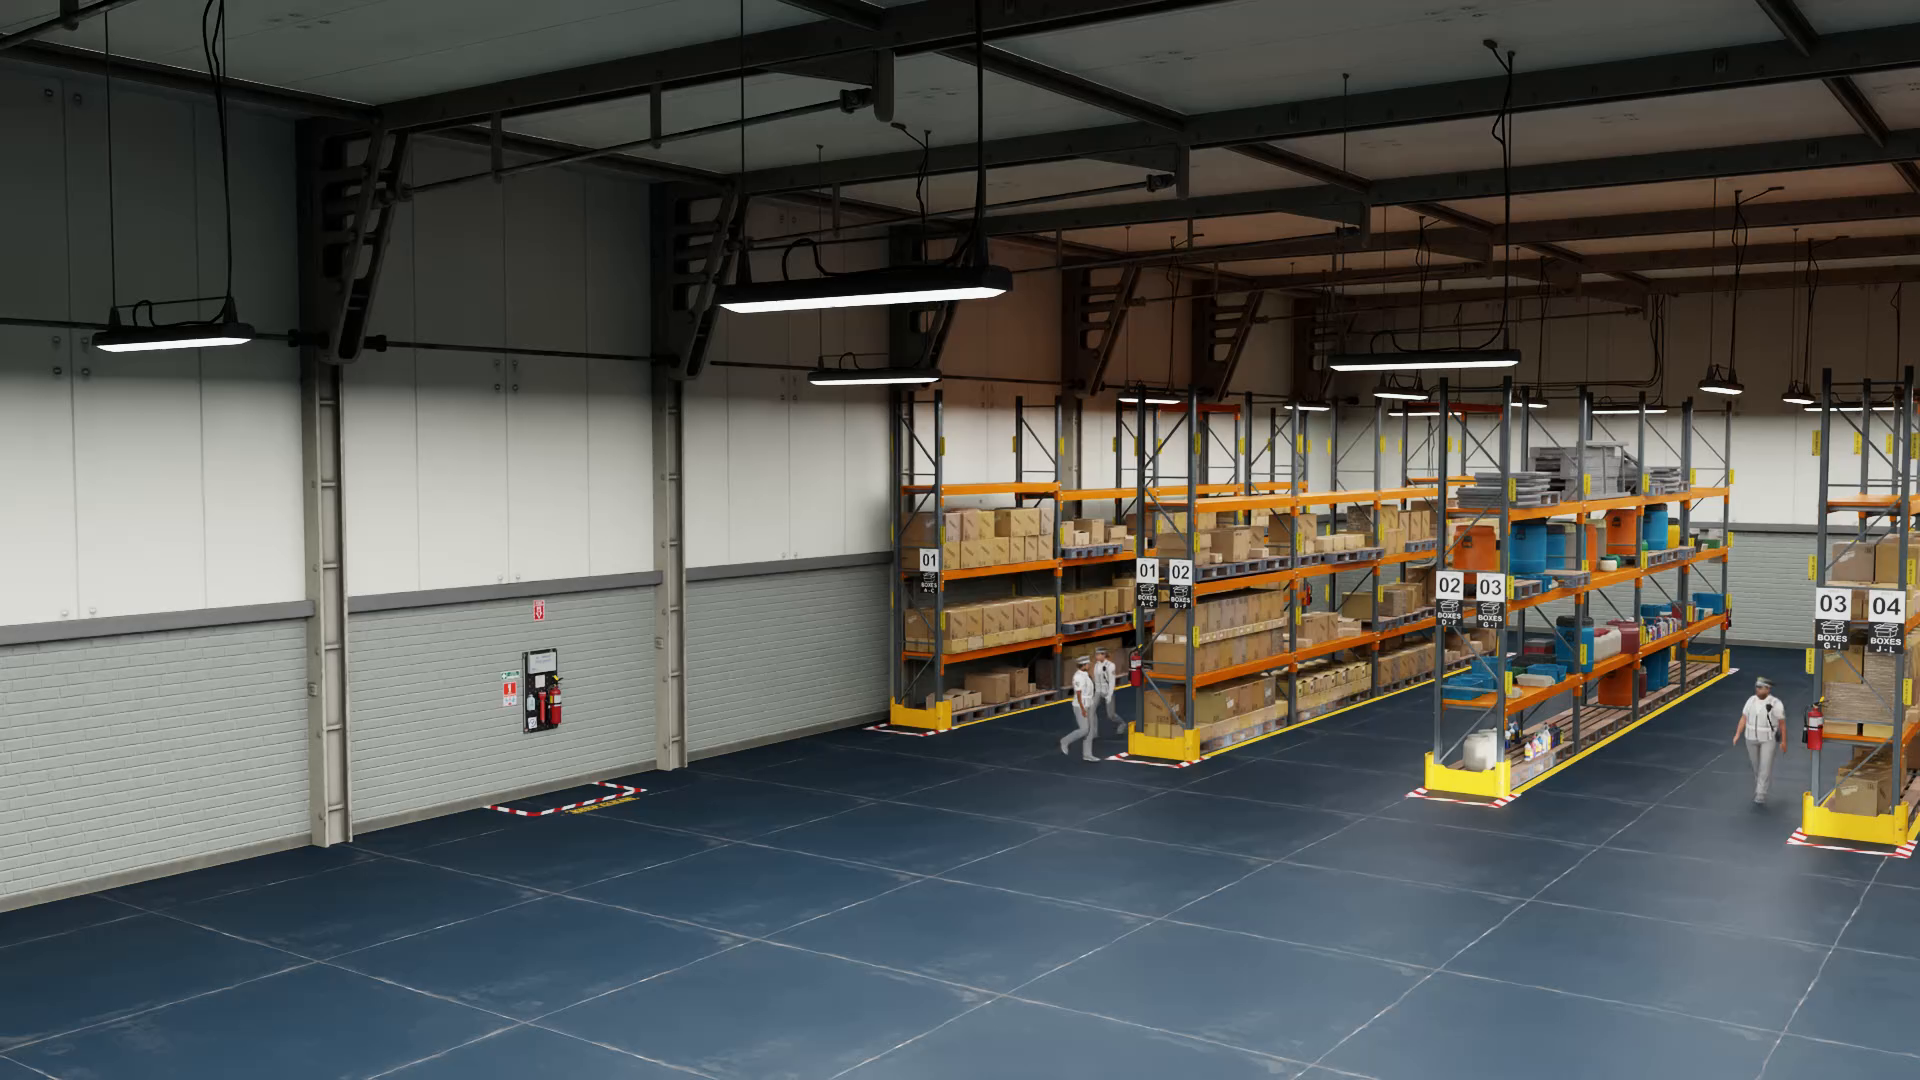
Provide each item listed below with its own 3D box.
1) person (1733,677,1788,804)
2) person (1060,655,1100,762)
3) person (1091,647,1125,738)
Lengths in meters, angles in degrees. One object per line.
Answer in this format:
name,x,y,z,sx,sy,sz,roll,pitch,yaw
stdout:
person,11.304,2.789,23.510,0.666,1.714,1.024,3,4,41
person,1.931,2.677,26.458,0.631,1.666,0.493,2,4,25
person,2.487,2.605,28.626,0.474,1.542,0.976,3,4,40
